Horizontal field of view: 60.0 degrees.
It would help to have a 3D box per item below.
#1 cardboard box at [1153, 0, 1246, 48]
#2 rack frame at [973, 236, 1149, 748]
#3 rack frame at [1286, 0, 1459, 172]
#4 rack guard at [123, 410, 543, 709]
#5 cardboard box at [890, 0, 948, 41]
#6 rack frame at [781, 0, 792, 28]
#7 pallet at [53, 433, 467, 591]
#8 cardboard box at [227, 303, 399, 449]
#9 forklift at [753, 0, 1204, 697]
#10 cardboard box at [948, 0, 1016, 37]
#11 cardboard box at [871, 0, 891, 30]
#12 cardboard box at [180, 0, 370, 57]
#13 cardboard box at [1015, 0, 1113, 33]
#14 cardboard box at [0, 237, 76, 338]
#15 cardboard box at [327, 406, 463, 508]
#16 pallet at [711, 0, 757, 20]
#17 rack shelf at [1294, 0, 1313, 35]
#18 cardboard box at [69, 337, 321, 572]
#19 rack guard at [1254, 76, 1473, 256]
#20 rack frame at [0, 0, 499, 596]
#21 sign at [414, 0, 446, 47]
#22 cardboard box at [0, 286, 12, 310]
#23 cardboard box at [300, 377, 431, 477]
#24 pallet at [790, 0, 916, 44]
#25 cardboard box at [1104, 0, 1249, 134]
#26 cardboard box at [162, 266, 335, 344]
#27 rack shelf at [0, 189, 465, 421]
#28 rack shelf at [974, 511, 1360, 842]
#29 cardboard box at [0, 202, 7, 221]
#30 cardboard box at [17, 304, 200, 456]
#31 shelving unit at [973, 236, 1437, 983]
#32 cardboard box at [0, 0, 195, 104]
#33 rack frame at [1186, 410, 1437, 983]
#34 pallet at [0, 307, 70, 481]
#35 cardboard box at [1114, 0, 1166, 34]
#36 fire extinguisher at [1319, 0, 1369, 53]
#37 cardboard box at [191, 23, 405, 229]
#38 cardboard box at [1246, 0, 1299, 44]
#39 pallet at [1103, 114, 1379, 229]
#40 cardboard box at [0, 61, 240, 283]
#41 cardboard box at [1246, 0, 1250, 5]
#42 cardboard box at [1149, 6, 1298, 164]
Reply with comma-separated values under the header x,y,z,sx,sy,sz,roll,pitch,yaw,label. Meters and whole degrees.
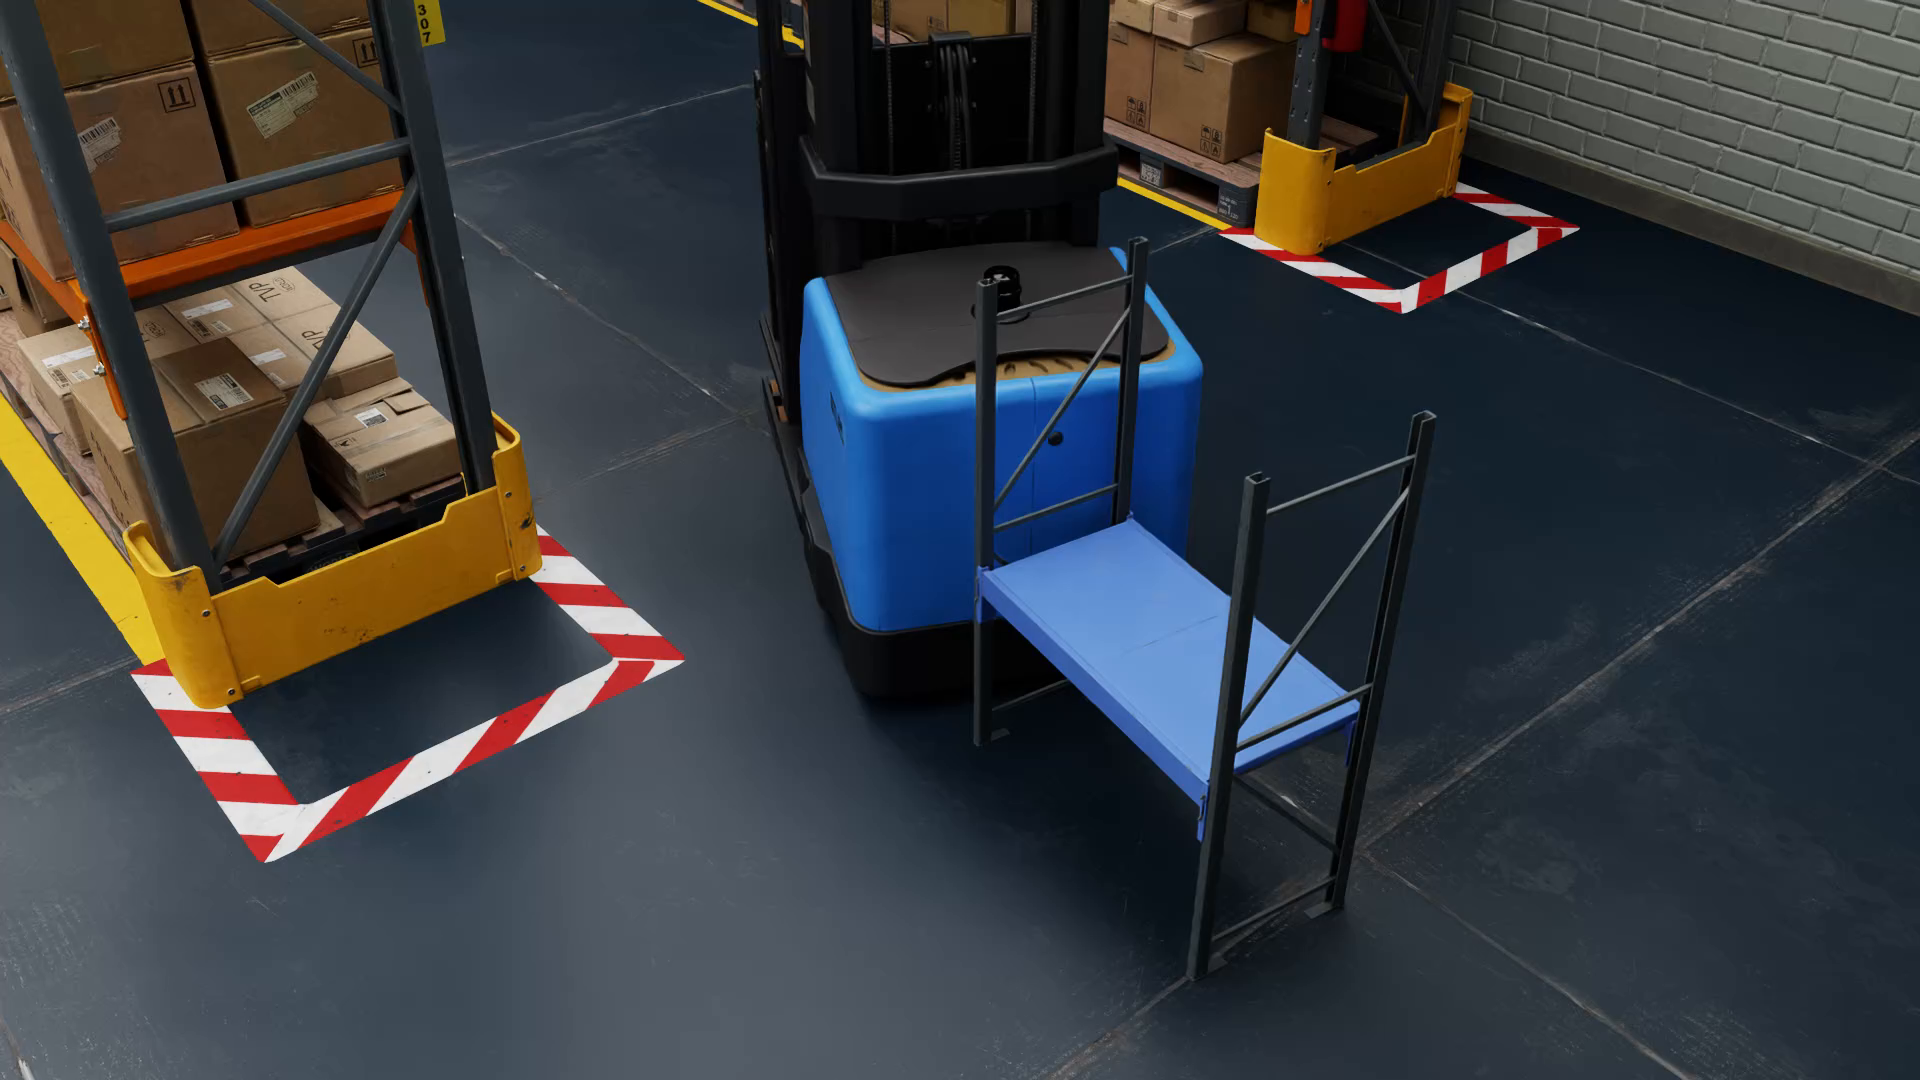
x,y,z,sx,sy,sz,roll,pitch,yaw,label
1.137,-2.482,7.898,0.380,0.149,0.250,-27,43,-32,cardboard box
0.260,-0.083,4.569,0.500,1.500,0.032,-20,40,-25,rack frame
1.887,-2.806,7.117,1.000,3.000,0.127,-26,43,-32,rack frame
-1.944,0.030,5.275,1.175,0.500,0.348,-26,43,-32,rack guard
0.032,-3.132,9.376,0.700,0.500,0.500,-26,43,-32,cardboard box
-0.694,-4.572,9.610,1.000,3.000,0.127,-26,43,-32,rack frame
-2.459,-0.204,5.855,1.003,0.211,1.213,-26,43,-32,pallet
-2.352,-0.581,5.973,0.500,0.250,0.500,-26,43,-32,cardboard box
-0.136,-1.576,5.440,1.130,2.935,3.031,-8,36,-11,forklift
0.361,-2.904,9.055,0.700,0.500,0.500,-25,42,-31,cardboard box
-0.290,-3.355,9.691,0.700,0.500,0.500,-25,43,-31,cardboard box
-1.980,-1.700,4.603,0.500,0.500,0.500,-25,42,-30,cardboard box
0.711,-2.672,8.726,0.700,0.500,0.500,-28,44,-33,cardboard box
-3.260,-1.056,6.425,0.797,0.503,0.637,-26,43,-32,cardboard box
-1.903,-0.286,5.644,0.380,0.149,0.250,-26,43,-32,cardboard box
-1.250,-3.747,10.857,1.003,0.211,1.213,-26,43,-32,pallet
0.596,-3.395,8.571,1.077,0.370,4.000,-26,43,-32,rack shelf
-2.434,-0.264,5.310,0.500,0.500,0.500,-26,43,-32,cardboard box
1.902,-1.775,7.824,1.175,0.500,0.348,-26,43,-32,rack guard
-1.895,-0.957,4.506,1.000,3.000,0.127,-26,43,-32,rack frame
-1.480,-1.512,4.541,0.100,0.325,0.005,-26,43,-32,sign
-3.805,-1.102,6.781,0.380,0.166,0.250,-26,43,-32,cardboard box
-2.064,-0.403,5.795,0.380,0.166,0.250,-26,43,-32,cardboard box
-0.263,-3.069,9.901,1.003,0.211,1.213,-26,43,-32,pallet
1.036,-2.450,8.413,0.700,0.500,0.500,-26,43,-32,cardboard box
-2.674,-0.802,6.285,0.500,0.250,0.500,-26,43,-32,cardboard box
-3.185,-1.546,5.960,1.077,0.370,4.000,-26,43,-32,rack shelf
0.526,0.315,4.319,0.538,0.185,1.000,-20,40,-25,rack shelf
-2.729,-1.321,4.934,0.500,0.500,0.500,-26,43,-31,cardboard box
-3.024,-0.593,5.990,0.500,0.250,0.500,-26,43,-32,cardboard box
0.526,0.168,4.215,0.538,1.500,1.048,-20,40,-25,shelving unit
-2.392,-1.499,4.320,0.500,0.500,0.500,-26,43,-32,cardboard box
0.791,0.418,3.862,0.500,1.500,0.032,-20,40,-25,rack frame
-3.242,-0.742,6.616,1.003,0.211,1.213,-26,43,-32,pallet
0.971,-2.595,8.057,0.380,0.149,0.250,-25,42,-31,cardboard box
1.632,-2.383,6.910,0.296,0.674,0.183,-26,43,-32,fire extinguisher
-1.980,-1.292,4.892,0.500,0.500,0.500,-25,42,-31,cardboard box
1.592,-2.513,7.941,0.380,0.149,0.250,-26,43,-31,cardboard box
1.311,-1.992,8.380,1.003,0.211,1.213,-26,43,-32,pallet
-2.392,-1.094,4.612,0.500,0.500,0.500,-25,42,-30,cardboard box
1.265,-2.736,8.257,0.380,0.149,0.250,-26,43,-32,cardboard box
1.359,-2.229,8.101,0.700,0.500,0.500,-26,43,-32,cardboard box
